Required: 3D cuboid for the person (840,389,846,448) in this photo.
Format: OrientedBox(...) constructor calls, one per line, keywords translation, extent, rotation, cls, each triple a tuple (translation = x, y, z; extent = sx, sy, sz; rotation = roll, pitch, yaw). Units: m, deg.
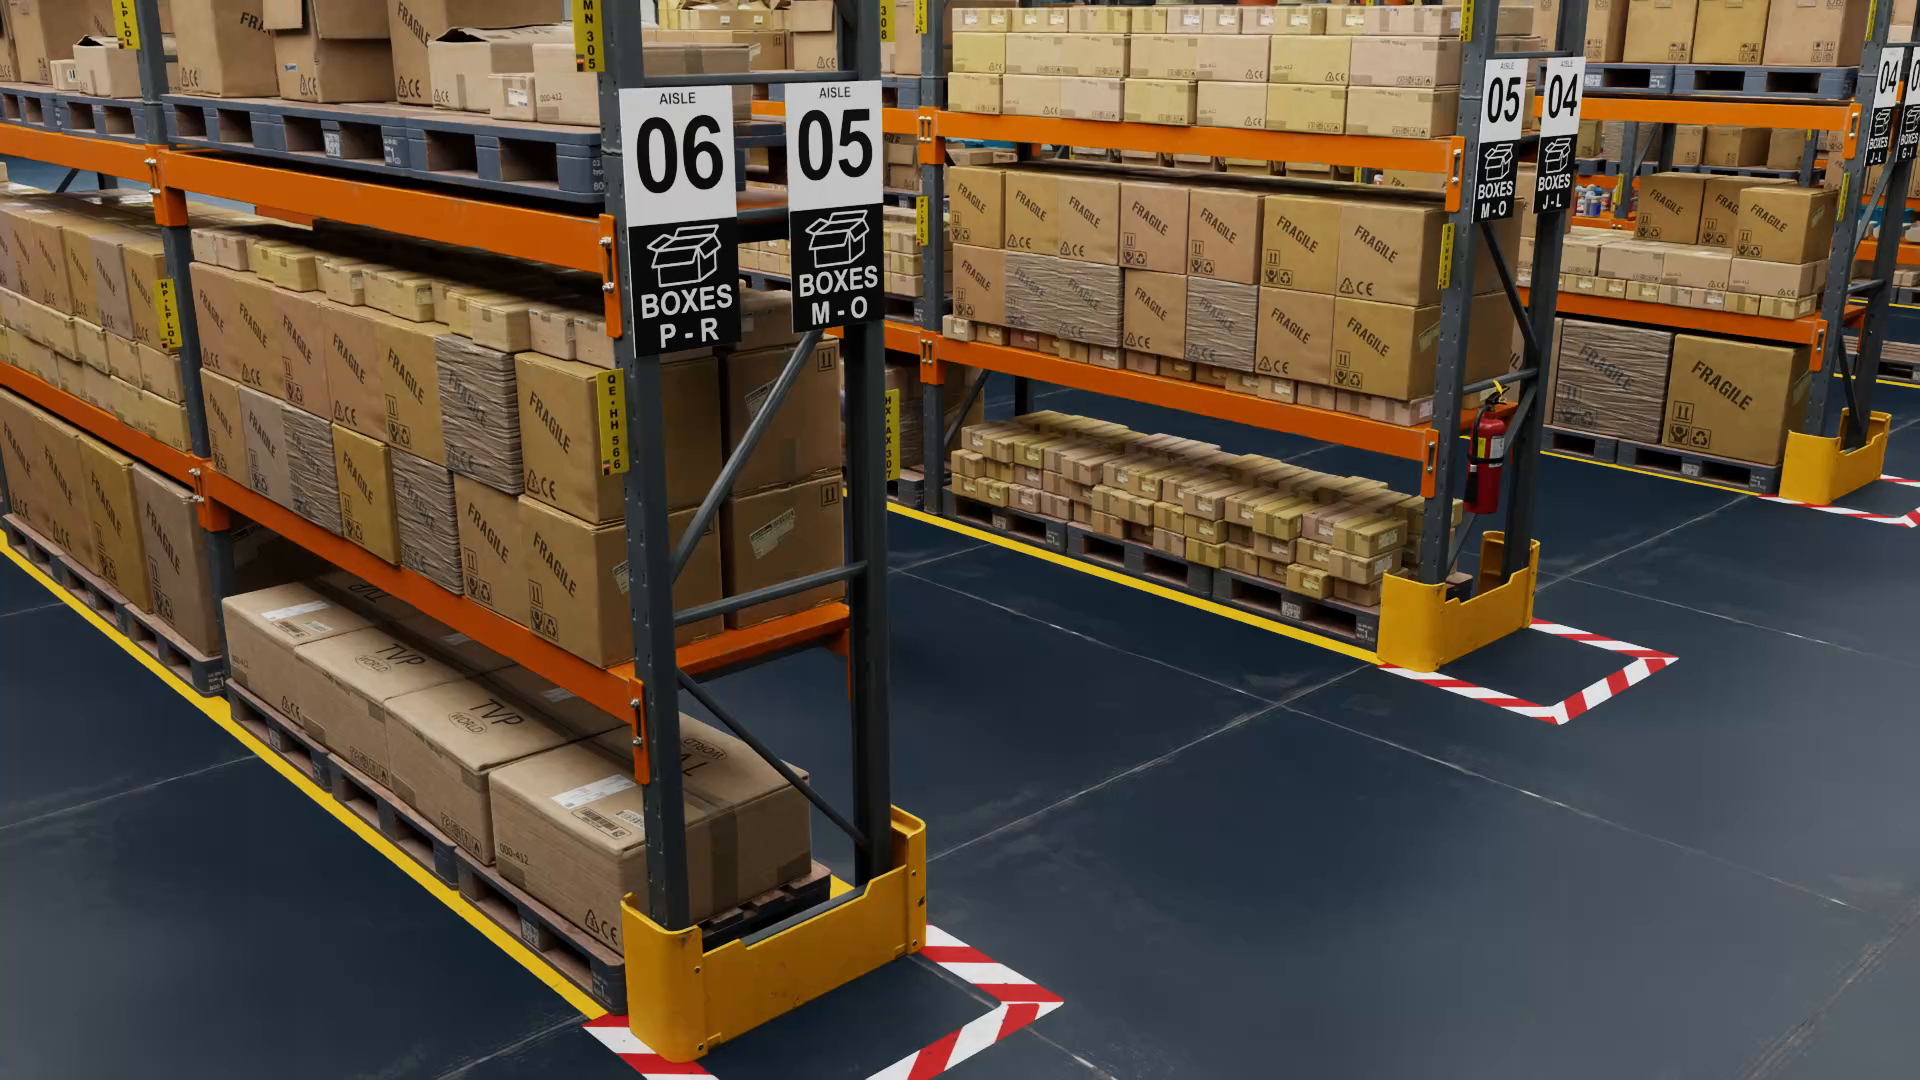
OrientedBox(translation=(-1.003, -0.368, 9.687), extent=(0.729, 1.628, 0.636), rotation=(16, 23, 41), cls="person")
